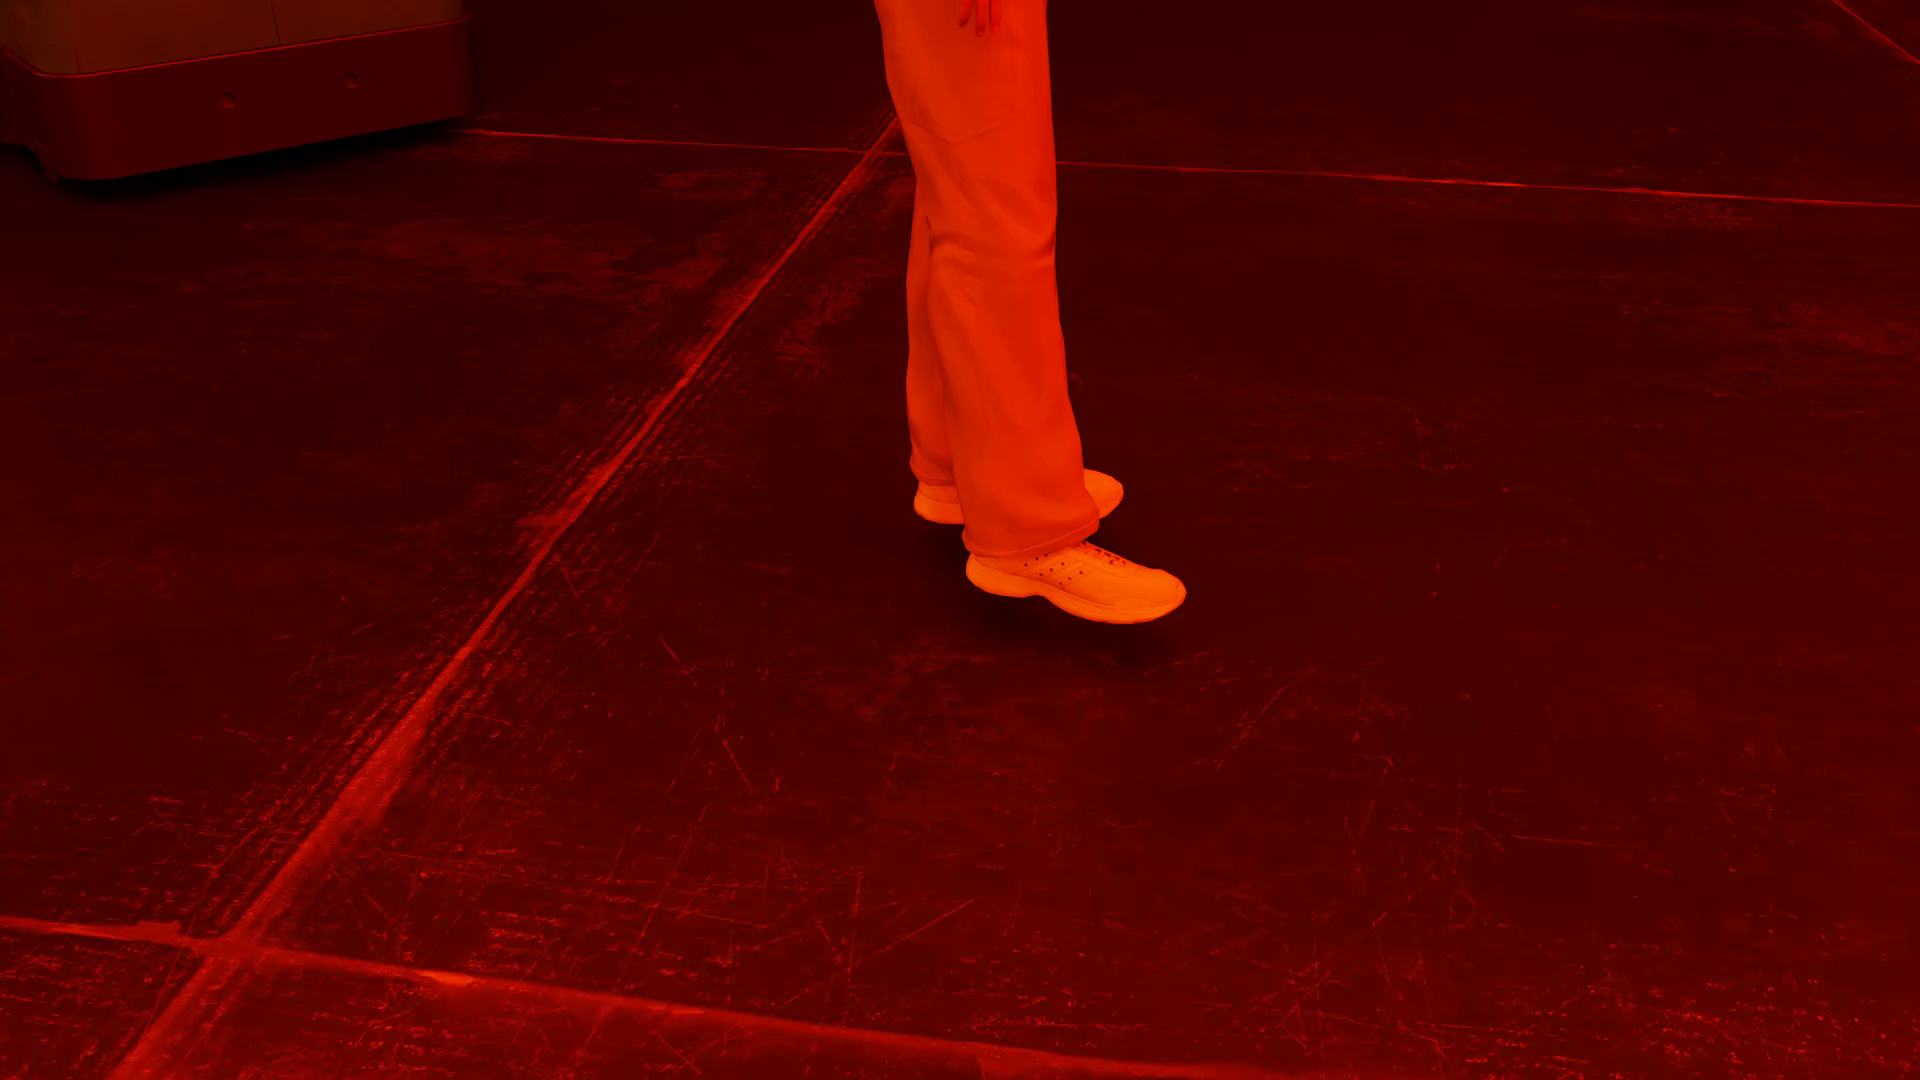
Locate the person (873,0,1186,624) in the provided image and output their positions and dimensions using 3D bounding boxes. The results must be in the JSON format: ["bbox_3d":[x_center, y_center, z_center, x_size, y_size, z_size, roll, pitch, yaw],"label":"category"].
[{"bbox_3d":[0.070,-0.717,2.072,0.547,1.571,0.550,5,29,9],"label":"person"}]

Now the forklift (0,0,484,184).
[{"bbox_3d":[-2.597,-2.757,4.451,1.130,2.935,3.031,-22,36,-34],"label":"forklift"}]
